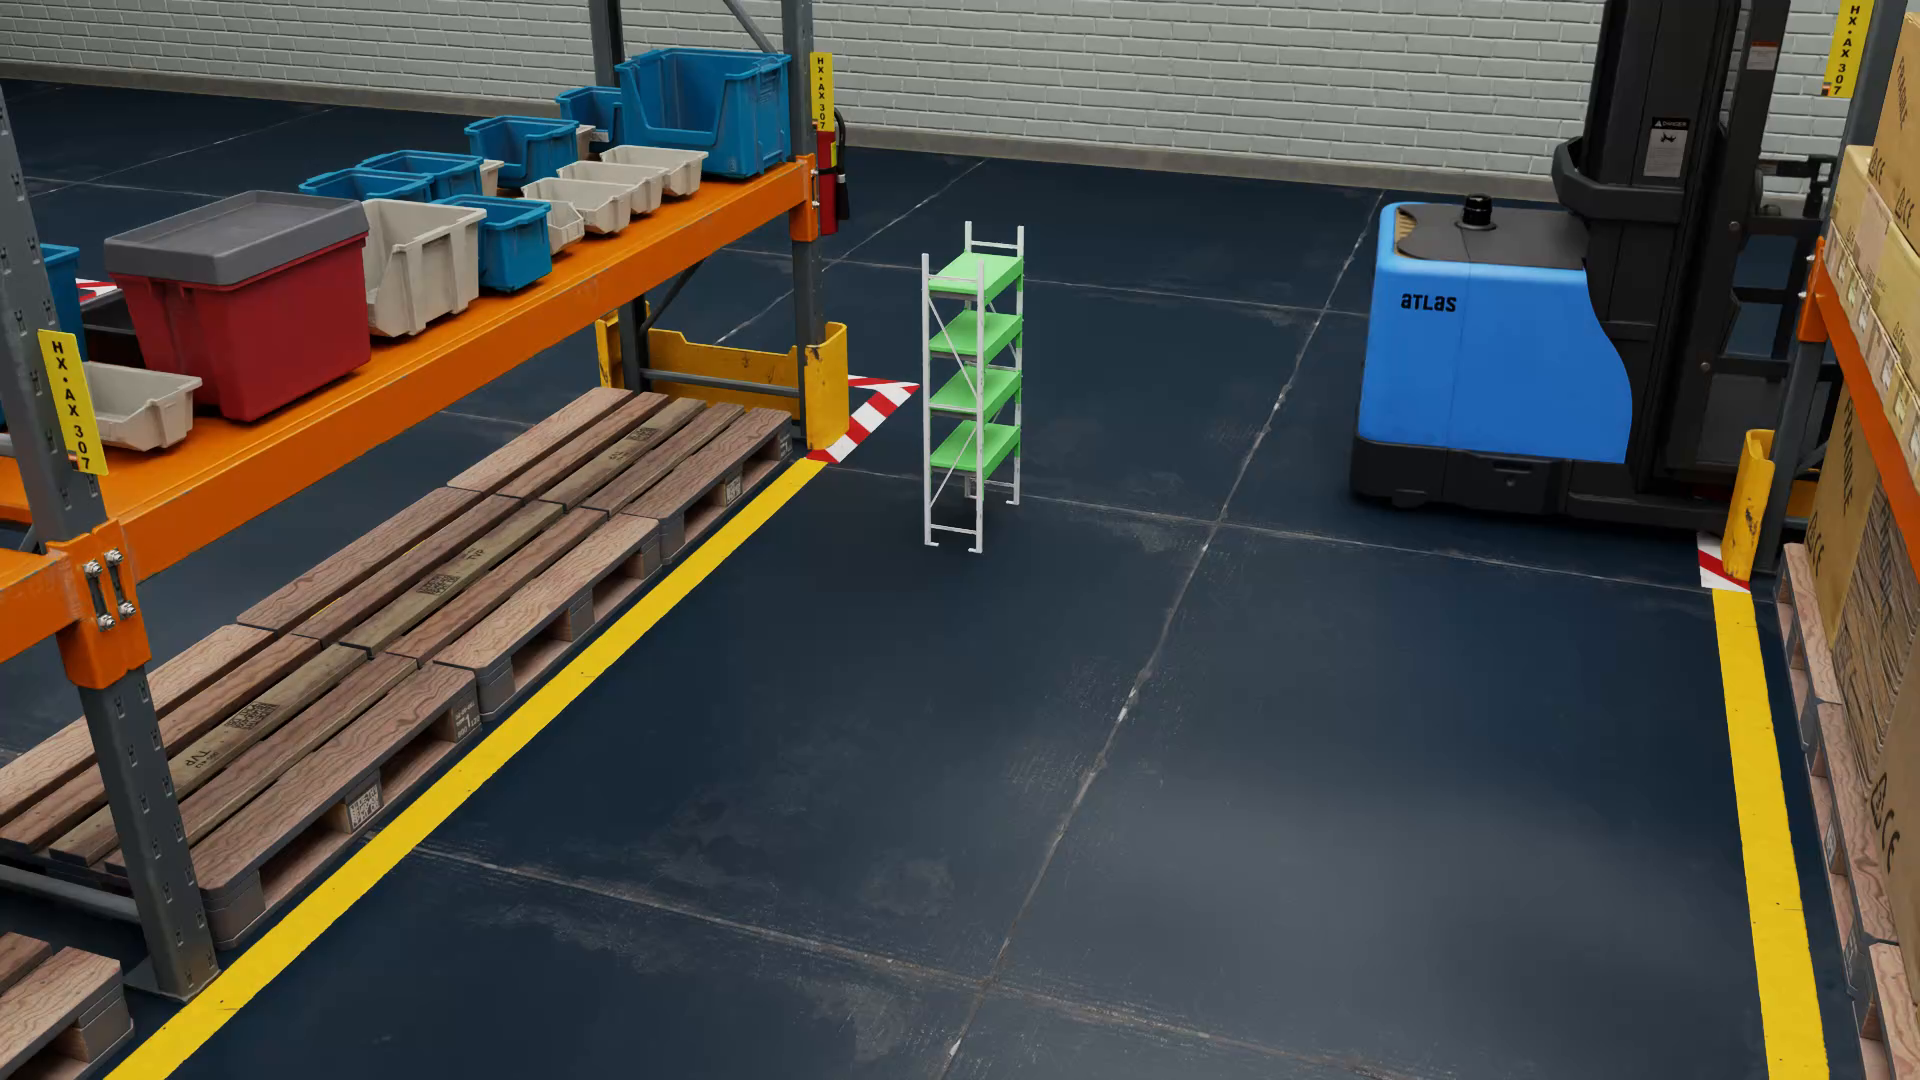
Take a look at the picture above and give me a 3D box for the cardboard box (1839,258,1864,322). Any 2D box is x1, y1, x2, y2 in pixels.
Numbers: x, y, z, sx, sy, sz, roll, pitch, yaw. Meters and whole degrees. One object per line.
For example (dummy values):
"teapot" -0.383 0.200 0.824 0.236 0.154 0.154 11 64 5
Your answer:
"cardboard box" 2.966 -0.755 5.155 0.380 0.149 0.250 8 27 16

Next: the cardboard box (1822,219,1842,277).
"cardboard box" 3.135 -0.966 5.591 0.380 0.149 0.250 9 27 18

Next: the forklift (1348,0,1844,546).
"forklift" 3.226 -1.512 6.510 3.031 2.935 1.130 6 27 13

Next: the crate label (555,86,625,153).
"crate label" -1.499 -1.793 7.134 0.416 0.233 0.303 9 27 17

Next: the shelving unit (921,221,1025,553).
"shelving unit" 0.055 -0.608 6.629 0.258 1.200 0.503 9 27 17

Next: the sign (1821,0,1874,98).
"sign" 3.043 -1.685 5.704 0.100 0.325 0.005 9 27 17

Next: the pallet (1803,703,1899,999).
"pallet" 2.964 0.918 4.612 1.003 0.211 1.213 9 27 17

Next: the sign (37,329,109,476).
"sign" -1.920 -0.295 3.600 0.100 0.325 0.005 9 27 17

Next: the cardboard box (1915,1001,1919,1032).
"cardboard box" 2.528 0.975 3.251 0.875 0.875 0.875 9 27 17

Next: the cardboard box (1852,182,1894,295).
"cardboard box" 2.983 -0.870 4.936 0.500 0.250 0.500 8 27 17

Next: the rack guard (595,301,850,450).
"rack guard" -1.111 -0.782 7.791 1.175 0.500 0.348 9 27 17

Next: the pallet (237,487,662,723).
"pallet" -1.825 0.193 6.109 1.003 0.211 1.213 9 27 17

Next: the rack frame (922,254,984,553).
"rack frame" -0.026 -0.508 6.422 0.240 1.200 0.015 9 27 17

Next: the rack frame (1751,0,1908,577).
"rack frame" 3.564 -1.177 5.738 1.000 3.000 0.127 9 27 17

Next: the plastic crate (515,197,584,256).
"plastic crate" -1.468 -1.083 5.778 0.298 0.136 0.250 9 27 17

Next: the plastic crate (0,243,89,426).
"plastic crate" -2.604 -0.512 4.316 0.392 0.384 0.575 9 27 17

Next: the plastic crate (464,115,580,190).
"plastic crate" -1.718 -1.522 6.575 0.416 0.233 0.300 9 27 17

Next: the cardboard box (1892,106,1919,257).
"cardboard box" 2.816 -1.003 4.350 0.500 0.500 0.500 8 27 16

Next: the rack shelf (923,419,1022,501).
"rack shelf" 0.055 -0.335 6.761 0.258 0.148 0.480 9 27 17

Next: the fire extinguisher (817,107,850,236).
"fire extinguisher" -0.628 -1.688 7.312 0.296 0.674 0.183 9 27 17

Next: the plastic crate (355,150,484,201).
"plastic crate" -1.938 -1.252 6.017 0.416 0.233 0.300 9 27 17

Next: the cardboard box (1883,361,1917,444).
"cardboard box" 2.624 -0.333 4.285 0.380 0.149 0.250 8 27 16

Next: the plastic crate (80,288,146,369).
"plastic crate" -2.319 -0.653 4.904 0.437 0.125 0.590 9 27 17

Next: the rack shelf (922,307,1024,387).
"rack shelf" 0.055 -0.767 6.552 0.258 0.148 0.480 9 27 17

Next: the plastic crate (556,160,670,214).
"plastic crate" -1.317 -1.325 6.278 0.396 0.136 0.243 9 27 17

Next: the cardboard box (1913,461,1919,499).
"cardboard box" 2.453 -0.121 3.846 0.380 0.149 0.250 8 27 17

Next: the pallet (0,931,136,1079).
"pallet" -2.734 1.315 3.792 1.003 0.211 1.213 9 27 17

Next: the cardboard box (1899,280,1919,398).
"cardboard box" 2.644 -0.449 4.067 0.500 0.250 0.500 8 27 16

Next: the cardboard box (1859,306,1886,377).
"cardboard box" 2.794 -0.543 4.718 0.380 0.149 0.250 8 27 16

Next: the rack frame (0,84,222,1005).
"rack frame" -2.438 -0.251 3.827 1.000 3.000 0.127 9 27 17

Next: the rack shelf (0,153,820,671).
"rack shelf" -1.772 -0.749 5.681 1.077 0.370 4.000 9 27 17

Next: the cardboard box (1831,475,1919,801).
"cardboard box" 3.124 0.239 4.770 0.875 0.875 0.875 9 27 17

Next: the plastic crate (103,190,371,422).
"plastic crate" -1.904 -0.638 4.482 0.402 0.464 0.583 9 27 17
